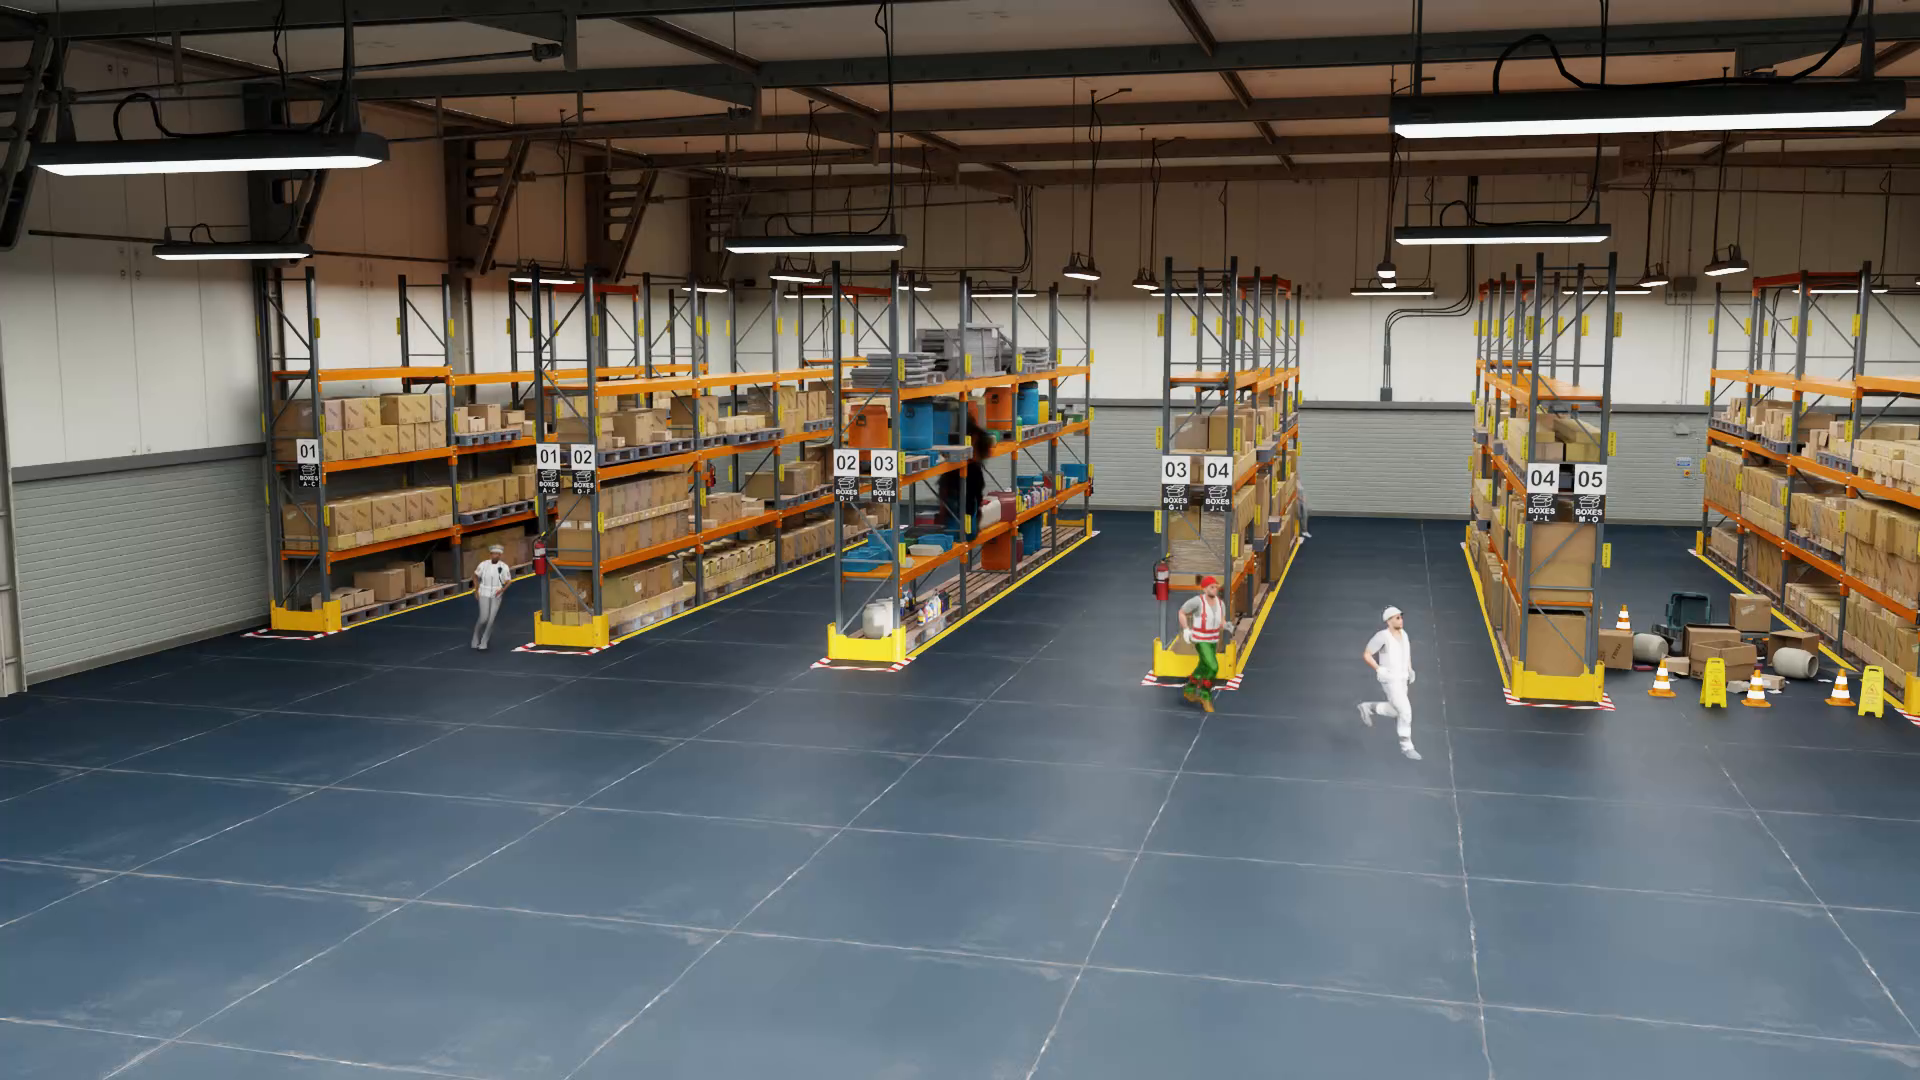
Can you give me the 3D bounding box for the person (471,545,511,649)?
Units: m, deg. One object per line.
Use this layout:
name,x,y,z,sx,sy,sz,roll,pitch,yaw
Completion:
person,-7.342,0.891,26.016,0.629,1.639,0.531,-3,8,-20

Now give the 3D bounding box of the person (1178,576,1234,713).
person,3.244,1.360,21.929,0.569,1.804,0.860,-5,9,-37

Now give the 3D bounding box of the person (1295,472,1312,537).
person,8.147,-0.867,40.226,0.731,1.584,0.580,5,9,33

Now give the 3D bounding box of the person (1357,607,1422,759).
person,5.107,1.662,19.741,0.645,1.758,0.969,-6,10,-41
